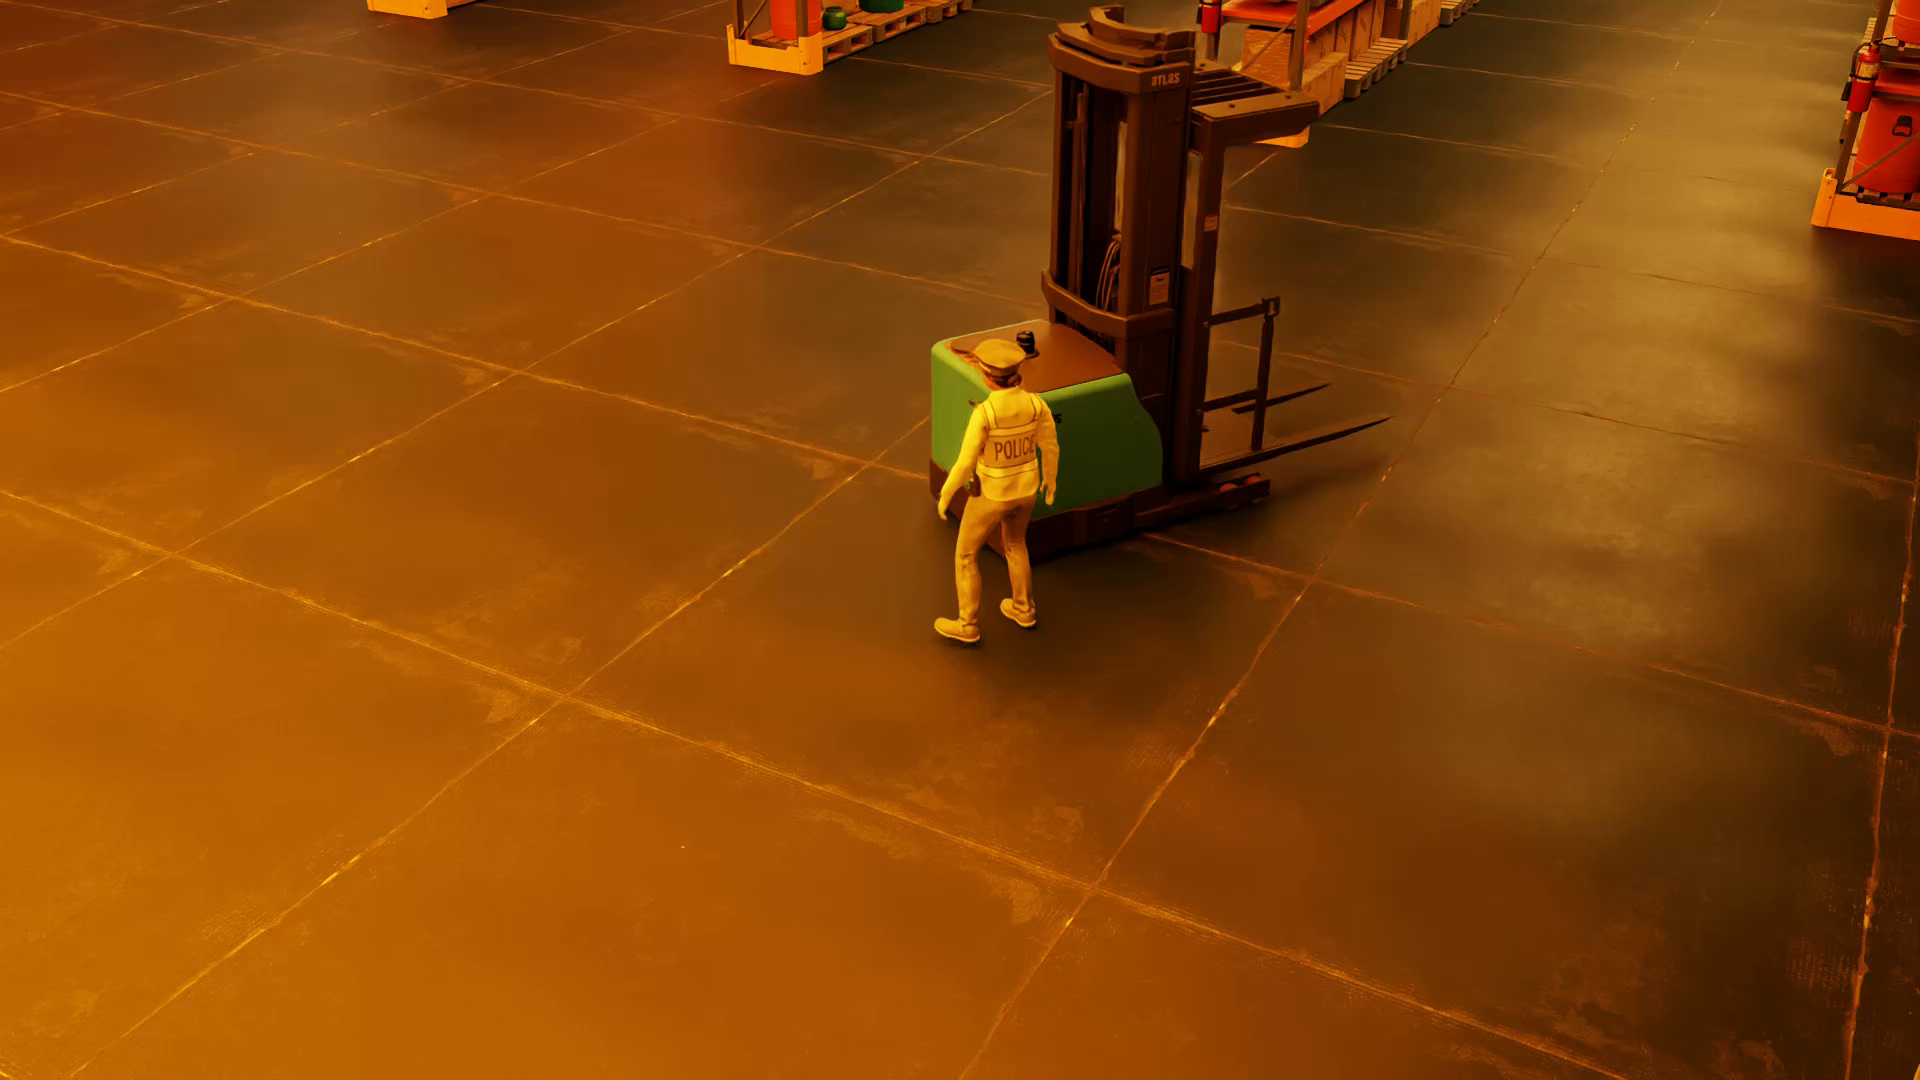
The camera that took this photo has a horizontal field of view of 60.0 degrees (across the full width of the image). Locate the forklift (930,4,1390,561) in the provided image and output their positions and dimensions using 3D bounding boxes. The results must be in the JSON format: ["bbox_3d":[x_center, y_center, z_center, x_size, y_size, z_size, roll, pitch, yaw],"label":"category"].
[{"bbox_3d":[1.355,-1.669,9.962,3.031,2.935,1.130,-15,33,-25],"label":"forklift"}]

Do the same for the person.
[{"bbox_3d":[0.217,-0.253,8.801,0.699,1.644,0.332,-17,34,-27],"label":"person"}]
